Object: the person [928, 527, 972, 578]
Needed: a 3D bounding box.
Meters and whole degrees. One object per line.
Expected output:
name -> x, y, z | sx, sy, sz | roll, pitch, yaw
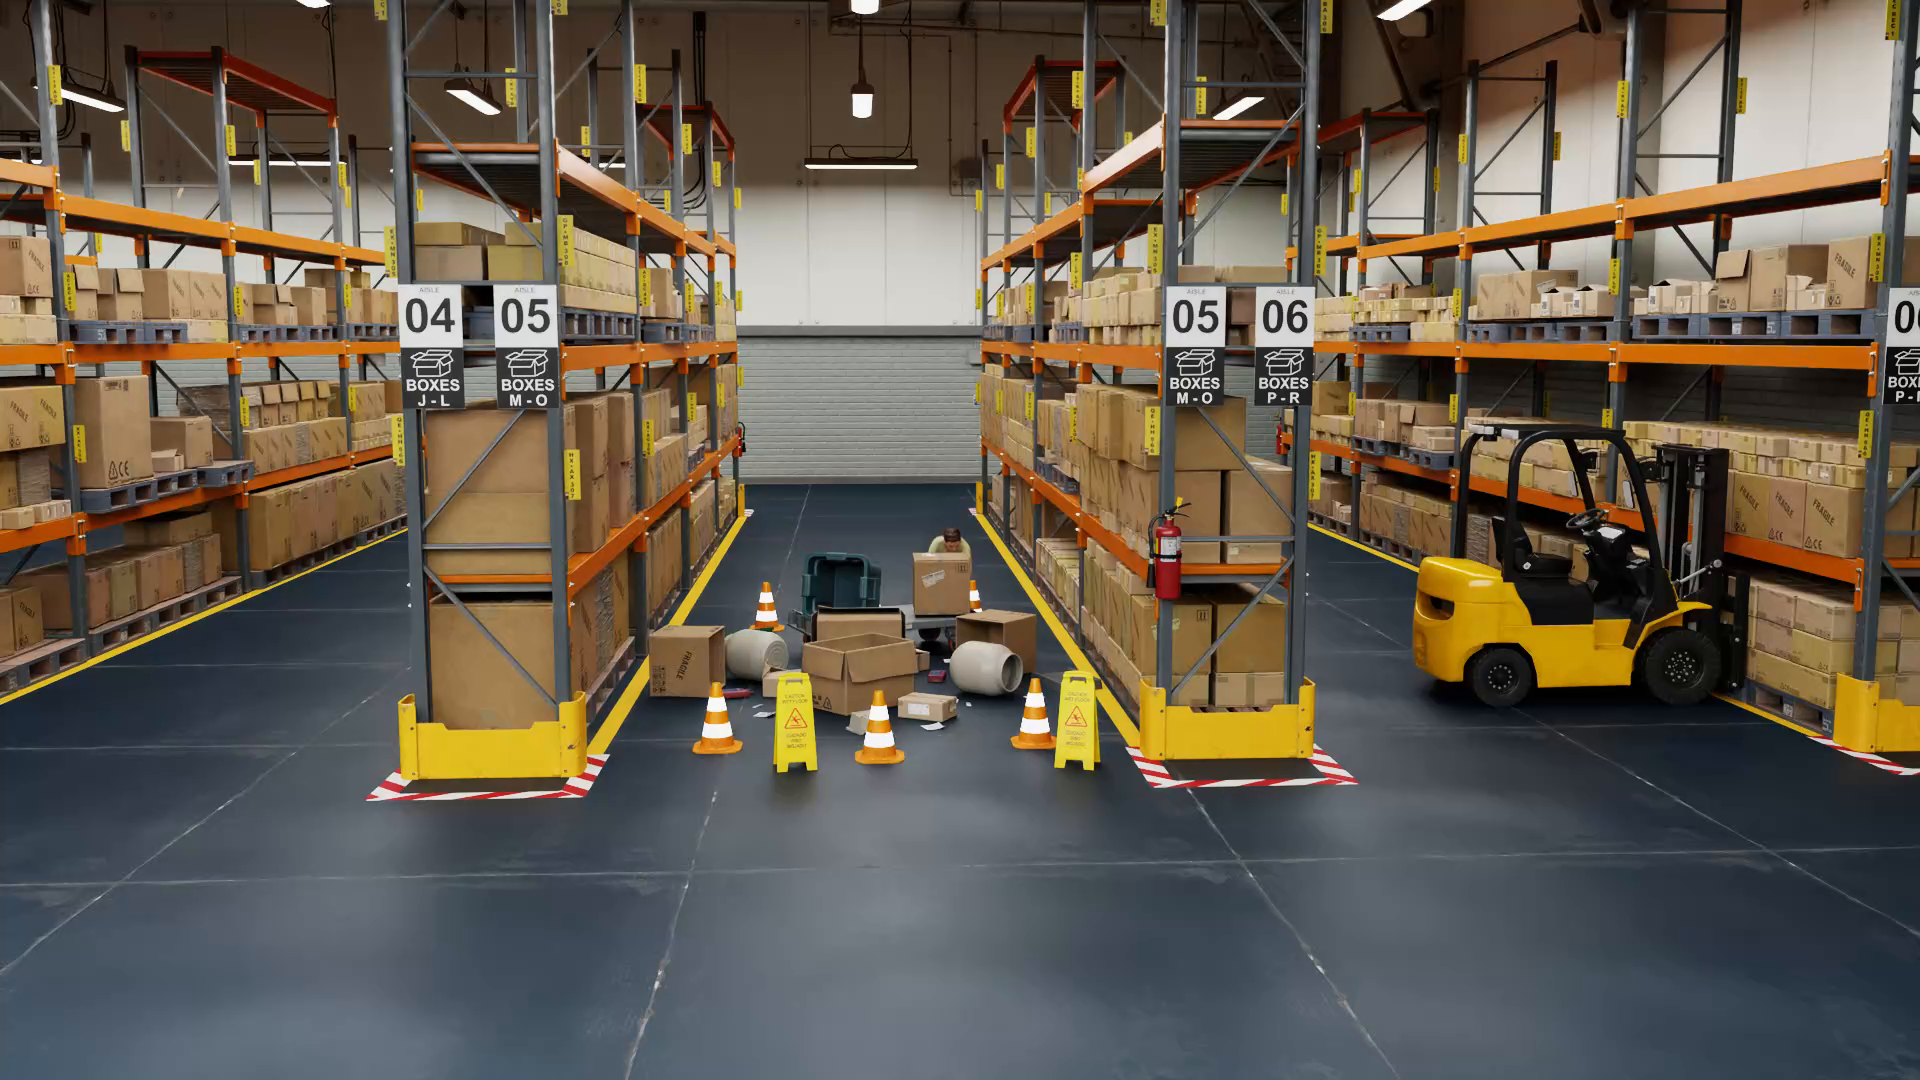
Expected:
person -> -0.130, 0.305, 17.304 | 0.493, 0.943, 0.801 | 0, 7, -4
